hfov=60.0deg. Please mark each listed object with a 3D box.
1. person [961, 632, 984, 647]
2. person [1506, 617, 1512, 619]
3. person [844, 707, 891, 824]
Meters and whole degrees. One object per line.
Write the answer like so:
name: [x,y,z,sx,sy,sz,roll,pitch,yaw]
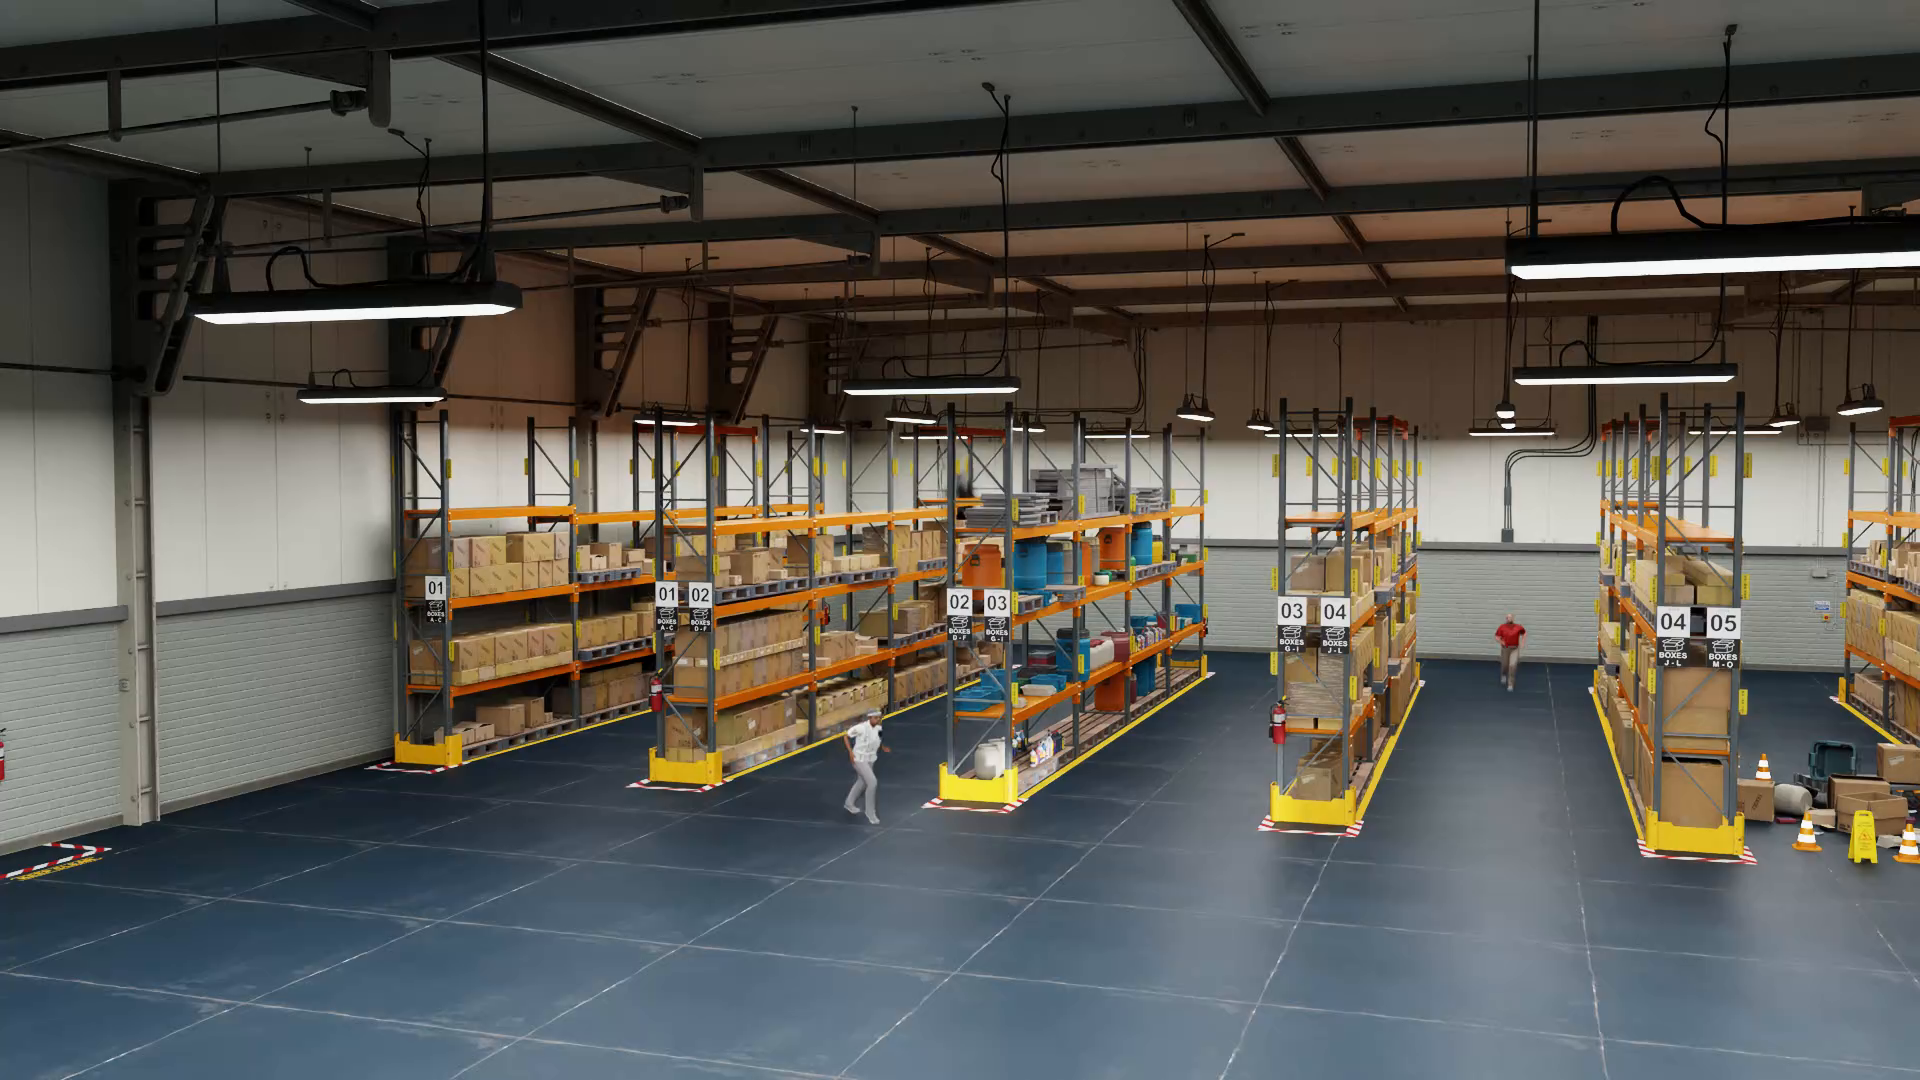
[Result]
person: [0.295,2.266,43.159,0.789,1.467,0.377,1,3,26]
person: [12.463,1.764,37.683,0.166,0.059,0.163,1,3,22]
person: [-1.384,3.186,23.688,0.873,1.671,0.594,2,3,42]
